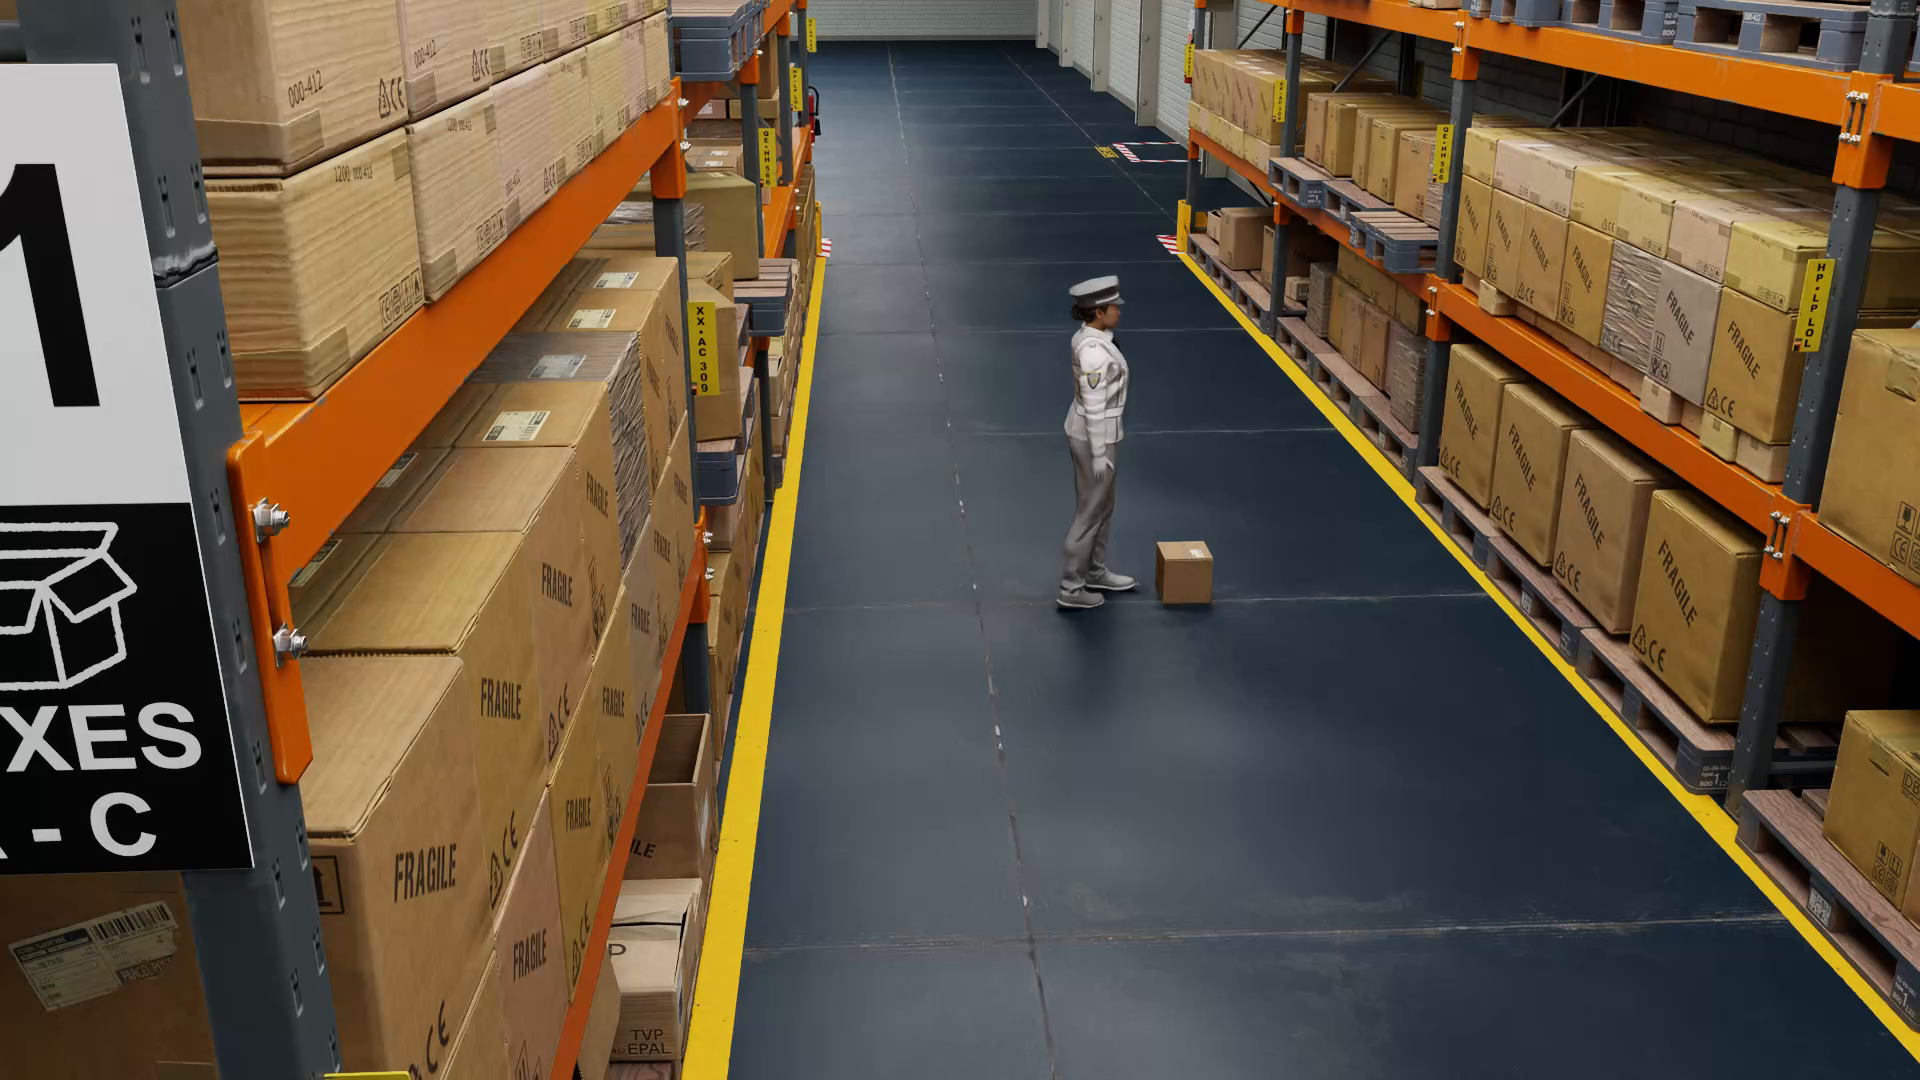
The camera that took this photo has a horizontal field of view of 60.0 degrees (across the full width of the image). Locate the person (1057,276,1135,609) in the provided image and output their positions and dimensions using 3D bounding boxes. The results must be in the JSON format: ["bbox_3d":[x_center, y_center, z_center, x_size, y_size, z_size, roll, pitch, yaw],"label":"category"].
[{"bbox_3d":[0.708,-0.491,8.385,0.431,1.699,0.488,0,21,-1],"label":"person"}]
